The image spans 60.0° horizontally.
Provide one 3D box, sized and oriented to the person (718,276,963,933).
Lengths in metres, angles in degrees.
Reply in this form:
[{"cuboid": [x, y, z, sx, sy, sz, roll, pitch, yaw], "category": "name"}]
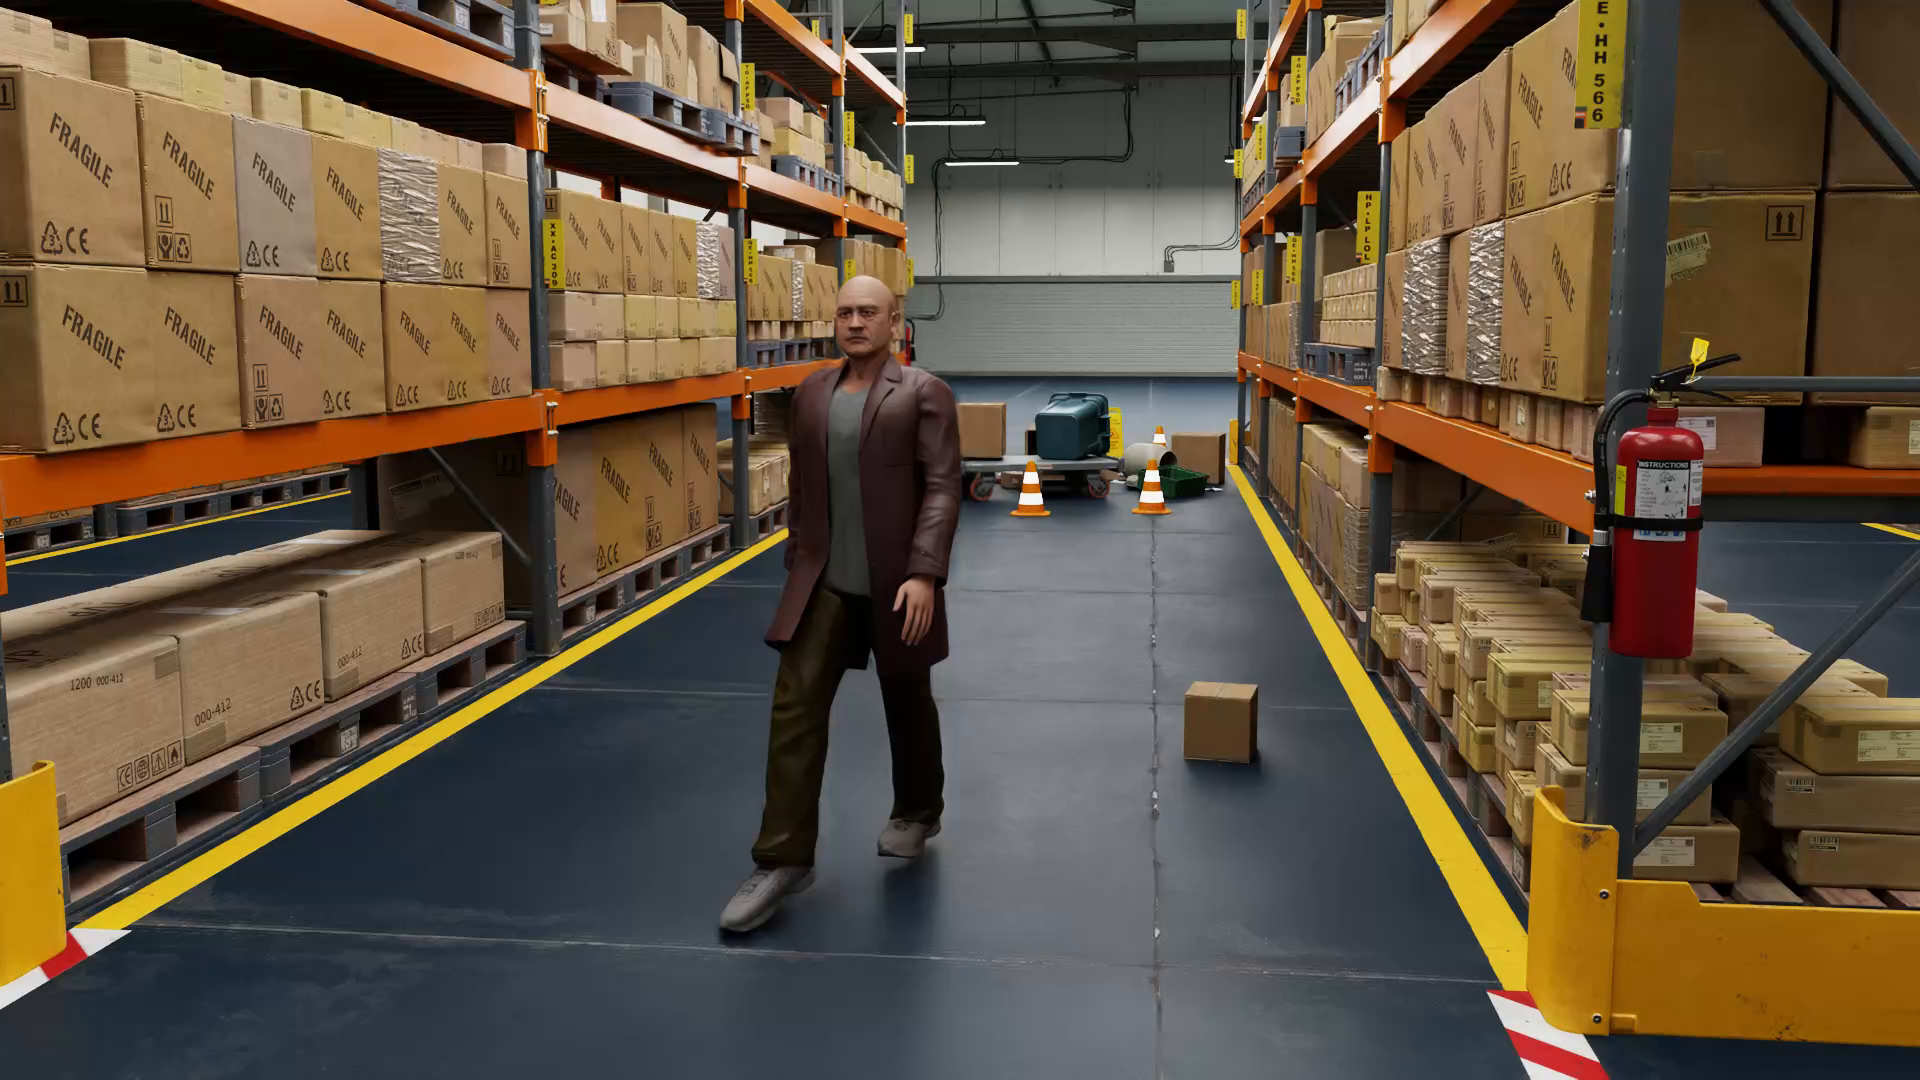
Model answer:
[{"cuboid": [-0.304, 0.133, 4.753, 0.621, 1.763, 0.976, 2, 8, 17], "category": "person"}]
